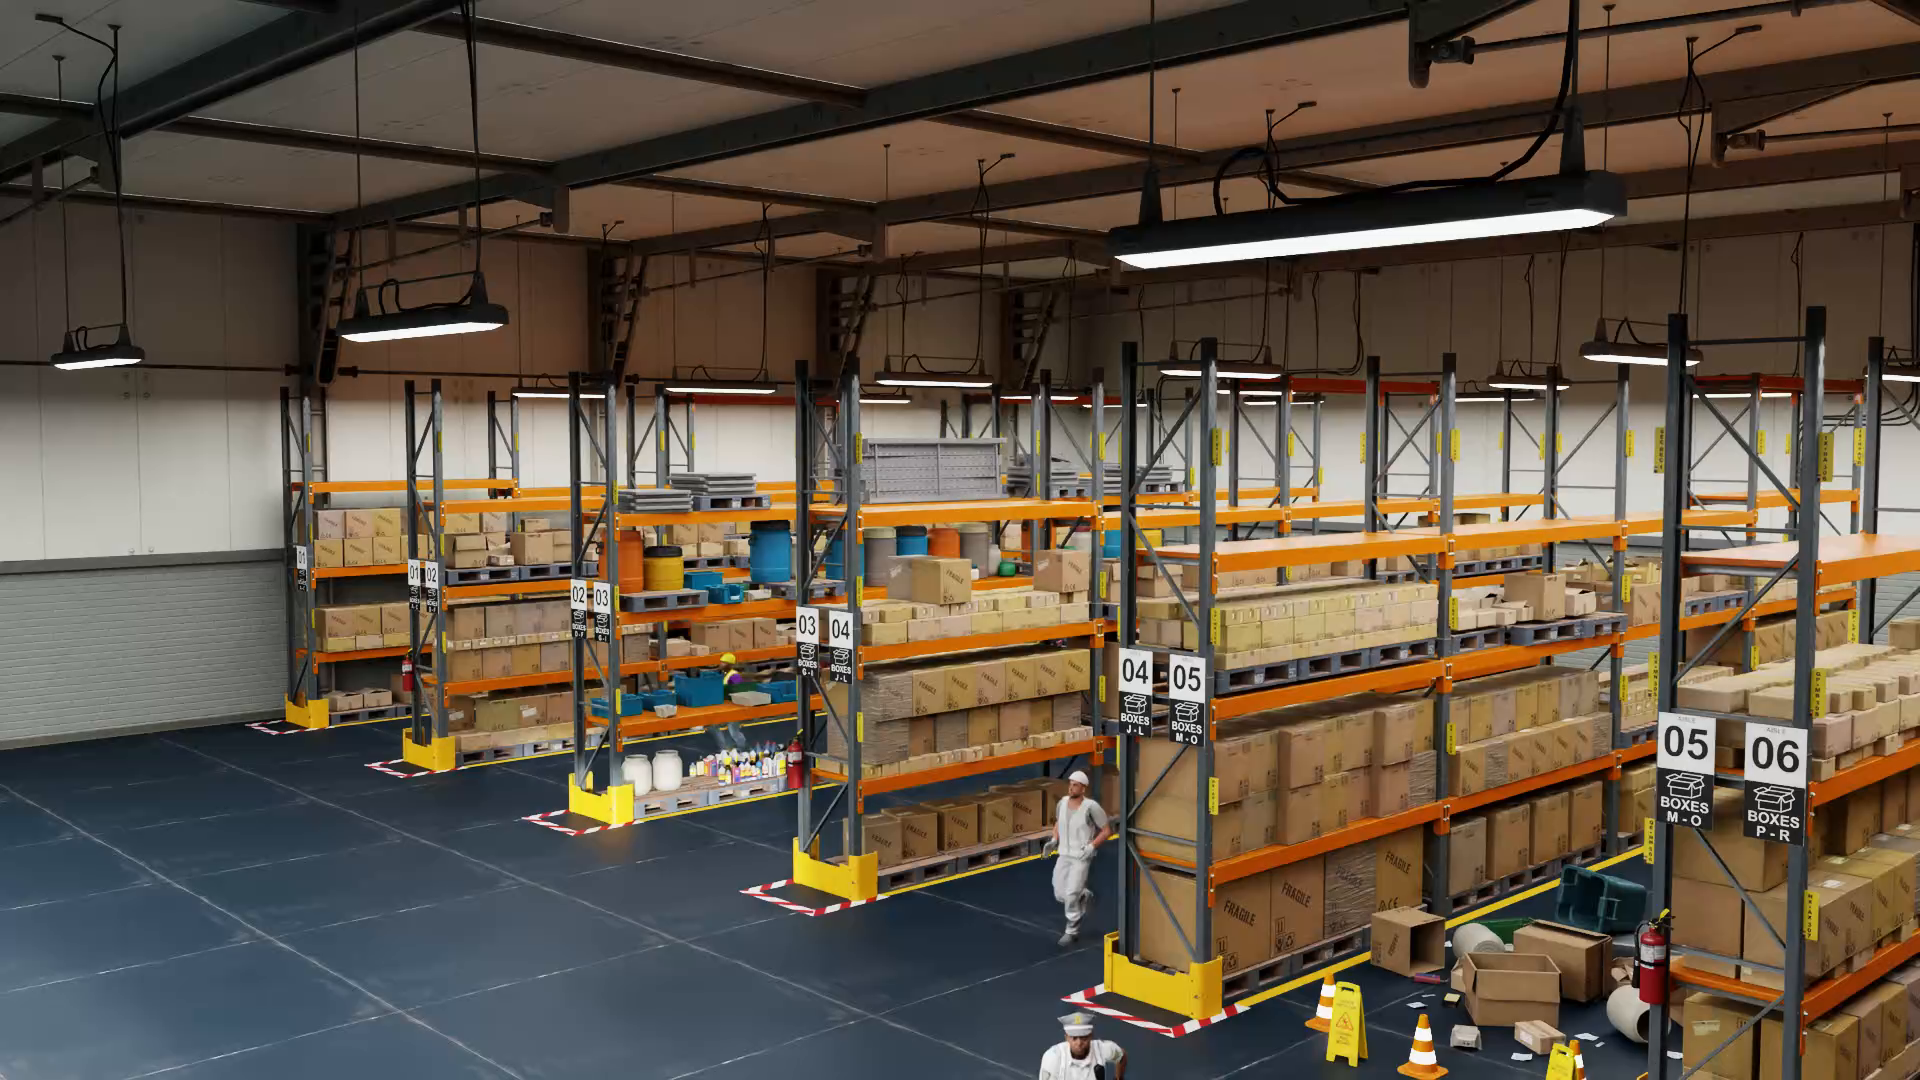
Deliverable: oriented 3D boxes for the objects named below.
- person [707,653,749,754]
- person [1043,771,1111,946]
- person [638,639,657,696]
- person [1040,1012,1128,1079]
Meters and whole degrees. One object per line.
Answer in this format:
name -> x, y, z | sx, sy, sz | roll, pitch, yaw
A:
person -> -3.583, 2.635, 25.943 | 0.744, 1.759, 0.682 | -3, 5, -41
person -> 1.230, 3.223, 16.980 | 0.661, 1.752, 0.627 | 3, 5, 38
person -> -5.644, 2.399, 30.430 | 0.899, 1.775, 0.668 | -3, 5, -42
person -> 0.768, 3.689, 10.390 | 0.552, 1.622, 0.728 | 0, 4, 5
